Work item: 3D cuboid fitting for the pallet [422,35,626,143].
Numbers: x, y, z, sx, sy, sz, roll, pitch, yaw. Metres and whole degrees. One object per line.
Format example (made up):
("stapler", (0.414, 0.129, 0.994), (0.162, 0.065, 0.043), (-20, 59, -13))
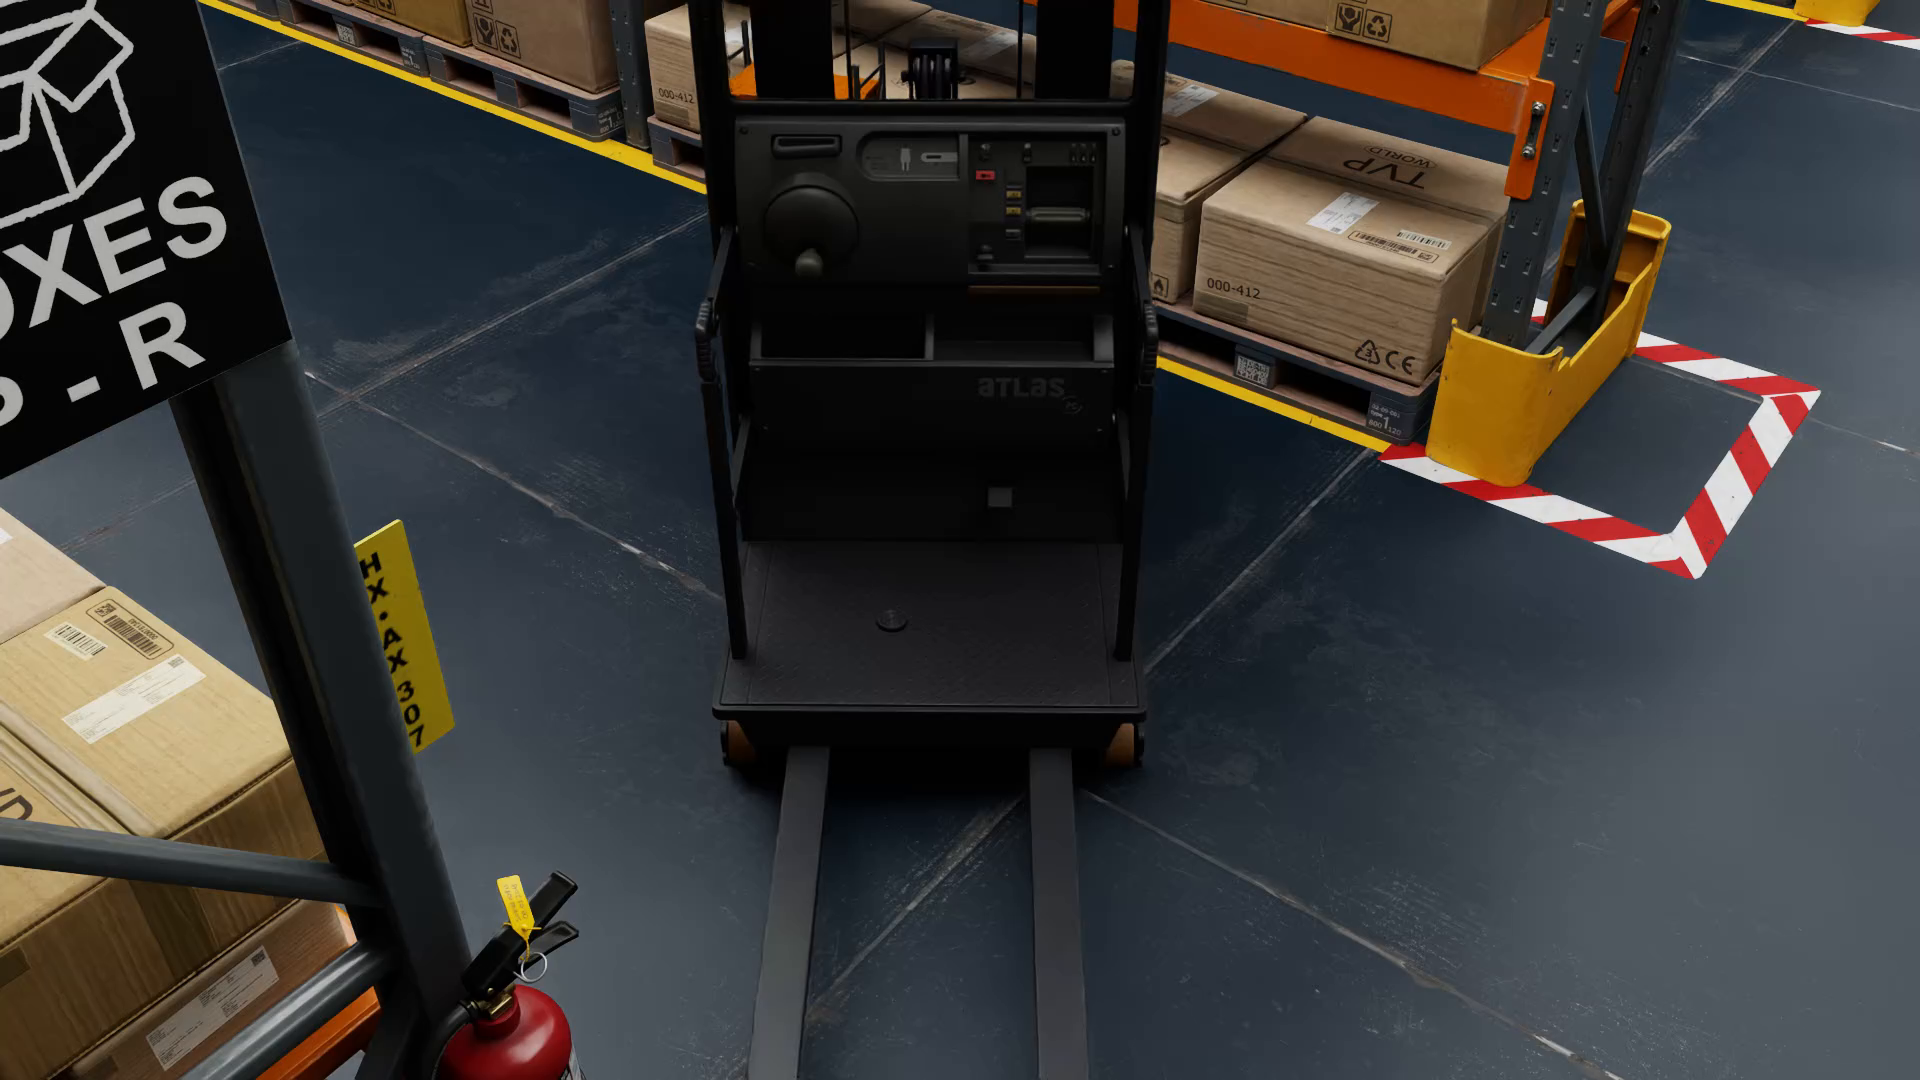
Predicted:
("pallet", (-1.816, -2.349, 8.079), (1.213, 0.211, 1.003), (25, 45, 29))

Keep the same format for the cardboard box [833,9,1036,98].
("cardboard box", (-0.013, -1.729, 6.762), (0.875, 0.438, 0.875), (24, 44, 27))

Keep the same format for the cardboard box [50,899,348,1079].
("cardboard box", (-1.087, 0.577, 2.284), (0.250, 0.149, 0.380), (25, 44, 28))

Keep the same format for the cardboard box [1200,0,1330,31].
("cardboard box", (1.086, -1.982, 5.268), (0.500, 0.500, 0.500), (24, 44, 28))

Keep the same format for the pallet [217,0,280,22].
("pallet", (-3.754, -3.263, 9.246), (1.213, 0.211, 1.003), (25, 45, 29))

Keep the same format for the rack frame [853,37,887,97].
("rack frame", (-0.289, -1.083, 5.660), (0.015, 1.200, 0.240), (12, 40, 15))

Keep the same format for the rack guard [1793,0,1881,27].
("rack guard", (4.886, -3.203, 8.935), (0.348, 0.500, 1.175), (25, 45, 29))

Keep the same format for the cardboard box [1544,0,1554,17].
("cardboard box", (1.813, -2.056, 5.362), (0.500, 0.500, 0.500), (25, 44, 28))

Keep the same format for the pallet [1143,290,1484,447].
("pallet", (1.337, -0.860, 6.177), (1.213, 0.211, 1.003), (25, 45, 29))

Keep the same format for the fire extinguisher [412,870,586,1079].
("fire extinguisher", (-0.595, 0.741, 2.235), (0.183, 0.674, 0.296), (25, 45, 29))

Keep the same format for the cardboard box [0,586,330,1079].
("cardboard box", (-1.190, 0.375, 2.218), (0.500, 0.250, 0.500), (25, 45, 29))

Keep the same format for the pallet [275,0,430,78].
("pallet", (-2.789, -2.806, 8.662), (1.213, 0.211, 1.003), (25, 45, 29))

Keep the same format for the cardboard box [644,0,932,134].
("cardboard box", (-0.724, -2.064, 7.190), (0.875, 0.438, 0.875), (25, 44, 28))

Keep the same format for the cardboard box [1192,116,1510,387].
("cardboard box", (1.435, -1.051, 5.897), (0.875, 0.438, 0.875), (24, 44, 27))

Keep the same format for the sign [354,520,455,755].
("sign", (-0.663, 0.129, 1.950), (0.005, 0.325, 0.100), (25, 45, 29))

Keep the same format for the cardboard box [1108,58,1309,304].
("cardboard box", (0.703, -1.390, 6.330), (0.875, 0.438, 0.875), (27, 45, 30))

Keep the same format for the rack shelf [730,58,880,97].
("rack shelf", (-0.519, -1.442, 5.481), (0.480, 0.148, 0.258), (12, 40, 15))

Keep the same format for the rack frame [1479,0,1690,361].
("rack frame", (2.020, -1.697, 4.984), (0.127, 3.000, 1.000), (25, 45, 29))

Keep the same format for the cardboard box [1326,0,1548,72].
("cardboard box", (1.476, -1.787, 5.018), (0.500, 0.500, 0.500), (26, 45, 29))

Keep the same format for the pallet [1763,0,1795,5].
("pallet", (4.263, -3.410, 9.435), (1.213, 0.211, 1.003), (25, 45, 29))

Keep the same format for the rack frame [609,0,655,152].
("rack frame", (-1.157, -3.195, 6.897), (0.127, 3.000, 1.000), (25, 45, 29))

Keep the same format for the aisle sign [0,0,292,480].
("aisle sign", (-0.760, -0.407, 1.227), (0.004, 0.787, 0.394), (25, 45, 29))

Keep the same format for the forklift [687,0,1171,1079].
("forklift", (-0.072, -0.741, 3.819), (1.130, 2.935, 3.031), (0, 38, 0))

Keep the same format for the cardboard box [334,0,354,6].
("cardboard box", (-3.131, -3.386, 8.525), (0.875, 0.875, 0.875), (26, 45, 29))

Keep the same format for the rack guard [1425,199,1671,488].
("rack guard", (2.039, -0.703, 5.743), (0.348, 0.500, 1.175), (25, 45, 29))

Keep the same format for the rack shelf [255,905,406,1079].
("rack shelf", (-2.581, 0.269, 3.056), (4.000, 0.370, 1.077), (25, 45, 29))

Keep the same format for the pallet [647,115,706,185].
("pallet", (-0.601, -1.774, 7.344), (1.213, 0.211, 1.003), (25, 45, 29))

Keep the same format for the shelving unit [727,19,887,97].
("shelving unit", (-0.519, -1.132, 5.723), (0.503, 1.200, 0.258), (12, 40, 15))

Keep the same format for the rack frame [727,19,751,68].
("rack frame", (-0.750, -1.182, 5.786), (0.015, 1.200, 0.240), (12, 40, 15))

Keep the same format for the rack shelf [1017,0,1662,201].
("rack shelf", (0.431, -2.162, 6.162), (4.000, 0.370, 1.077), (25, 45, 29))

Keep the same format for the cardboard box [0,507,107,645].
("cardboard box", (-1.590, 0.187, 2.459), (0.500, 0.250, 0.500), (26, 45, 29))

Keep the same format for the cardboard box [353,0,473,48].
("cardboard box", (-2.421, -3.051, 8.097), (0.875, 0.875, 0.875), (27, 45, 30))

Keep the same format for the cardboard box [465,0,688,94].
("cardboard box", (-1.699, -2.717, 7.669), (0.875, 0.875, 0.875), (27, 45, 30))
